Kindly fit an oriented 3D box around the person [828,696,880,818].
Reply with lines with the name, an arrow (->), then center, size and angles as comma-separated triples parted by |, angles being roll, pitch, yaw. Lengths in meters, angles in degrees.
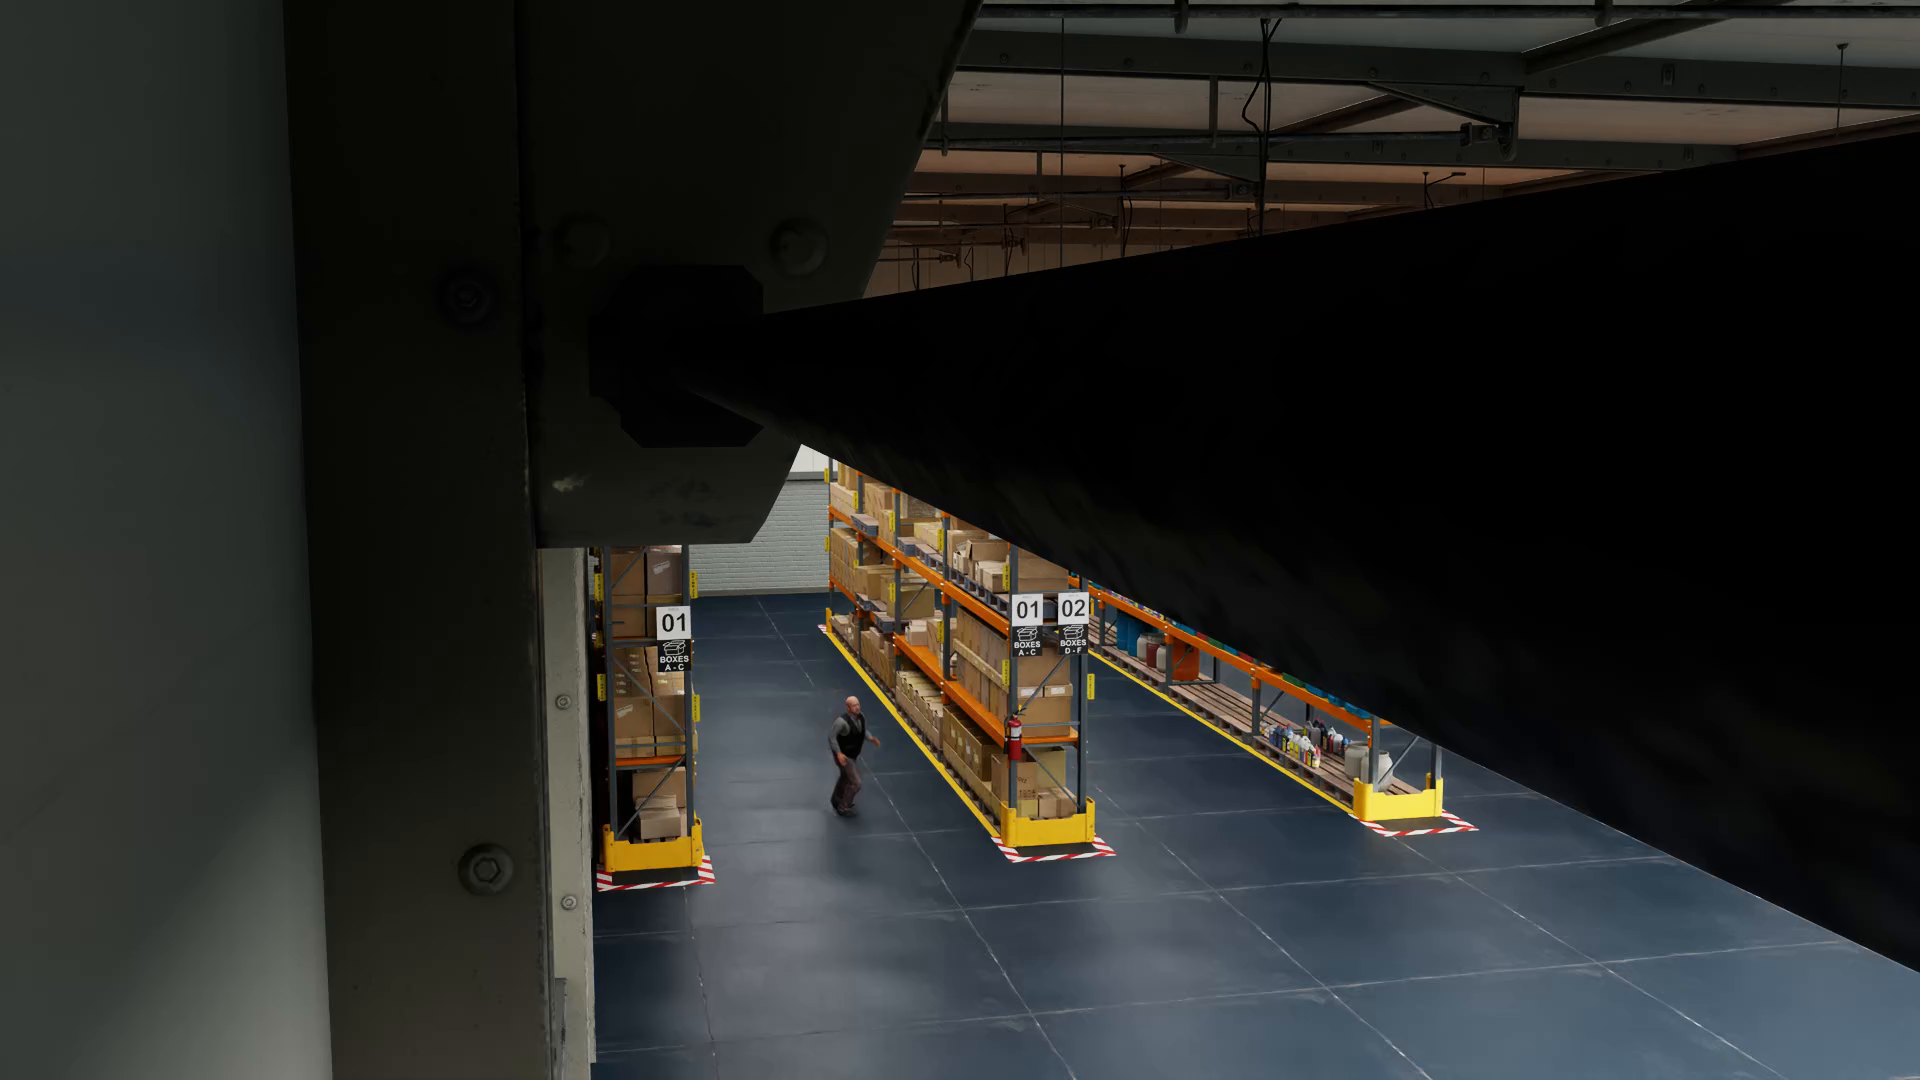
person -> -1.457, 2.889, 22.307 | 0.809, 1.664, 0.692 | 3, 7, 21
